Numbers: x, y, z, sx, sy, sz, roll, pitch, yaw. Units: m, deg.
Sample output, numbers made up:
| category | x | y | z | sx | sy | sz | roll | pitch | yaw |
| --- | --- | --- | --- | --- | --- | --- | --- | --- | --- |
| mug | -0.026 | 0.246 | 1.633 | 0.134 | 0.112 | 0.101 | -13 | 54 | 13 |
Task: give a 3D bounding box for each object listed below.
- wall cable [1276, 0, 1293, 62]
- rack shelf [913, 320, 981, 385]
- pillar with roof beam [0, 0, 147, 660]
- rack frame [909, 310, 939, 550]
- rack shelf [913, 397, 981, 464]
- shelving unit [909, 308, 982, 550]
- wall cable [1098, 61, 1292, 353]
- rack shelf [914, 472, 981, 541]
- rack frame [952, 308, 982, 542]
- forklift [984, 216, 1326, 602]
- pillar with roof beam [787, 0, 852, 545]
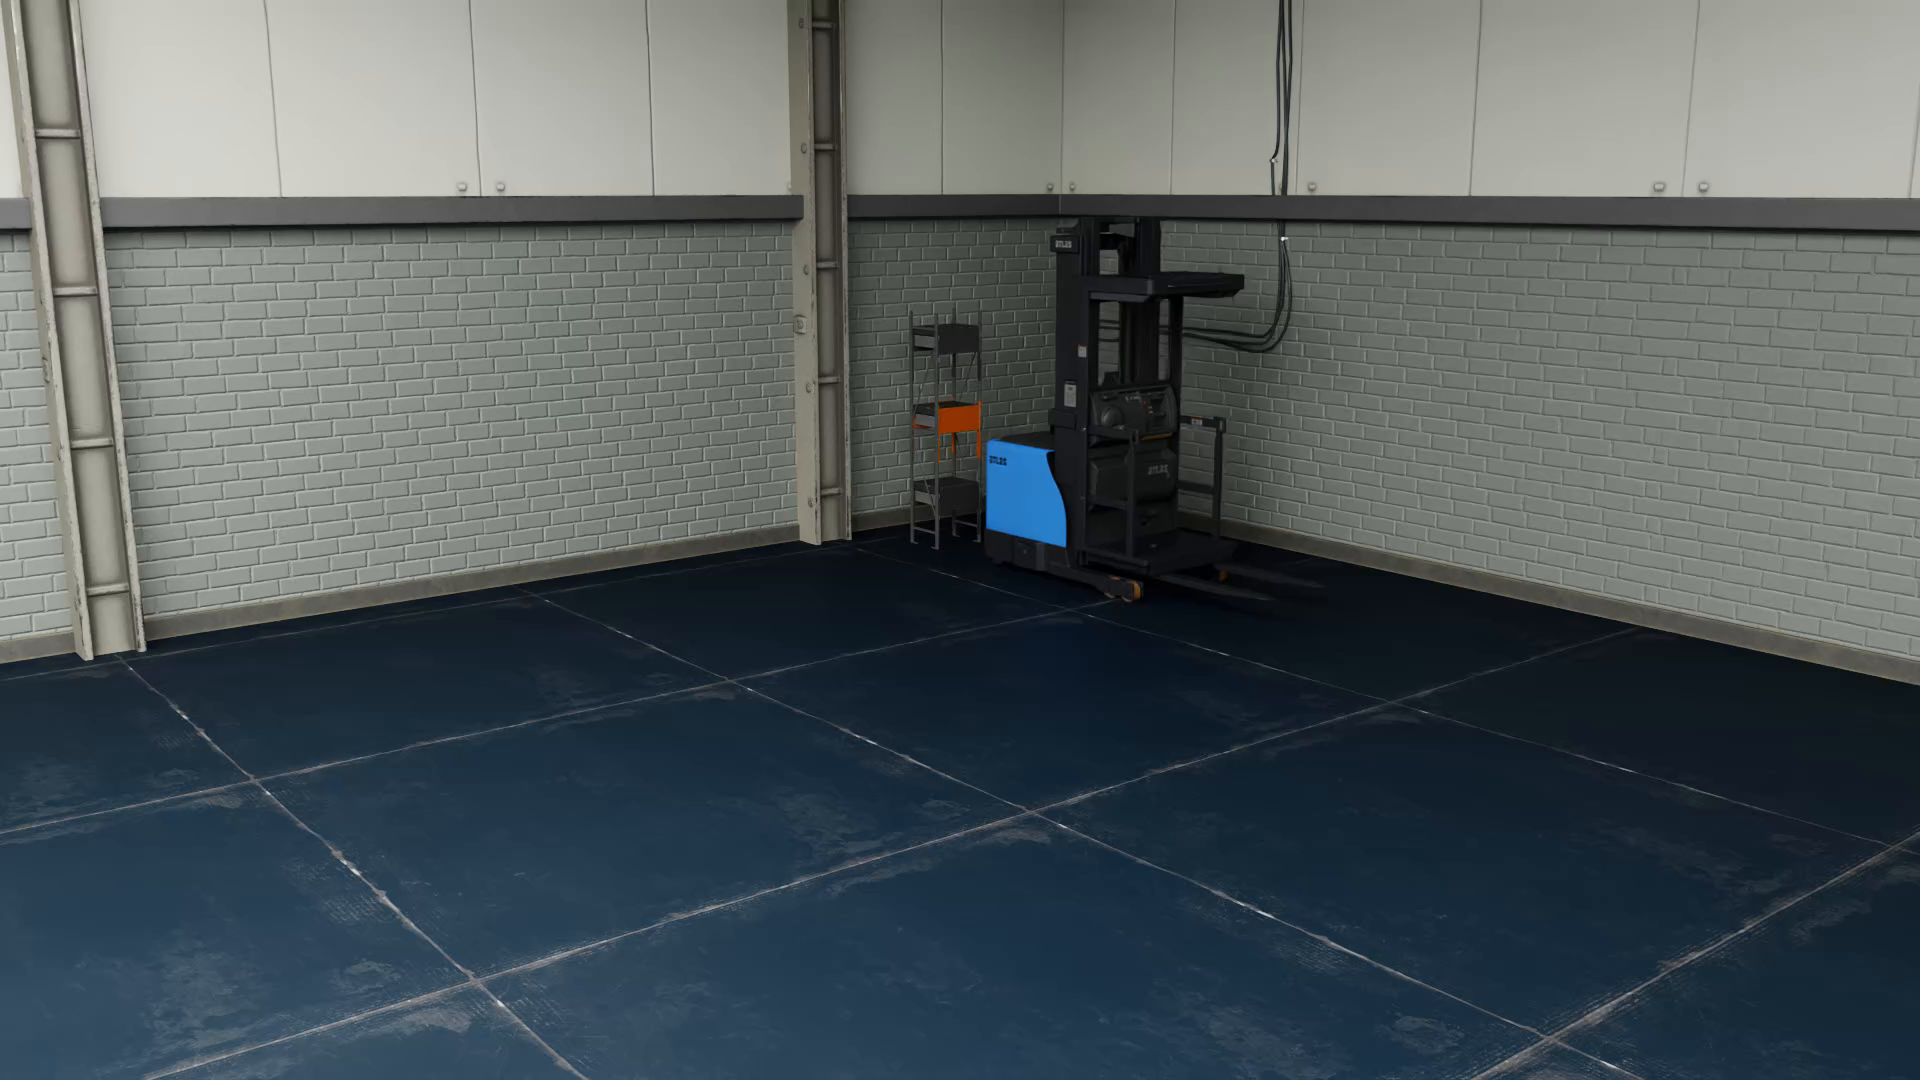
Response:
| category | x | y | z | sx | sy | sz | roll | pitch | yaw |
| --- | --- | --- | --- | --- | --- | --- | --- | --- | --- |
| wall cable | 3.578 | -5.087 | 12.860 | 0.112 | 2.526 | 3.097 | -9 | 15 | -38 |
| rack shelf | -0.129 | -1.677 | 14.788 | 0.480 | 0.518 | 0.431 | -9 | 15 | -38 |
| pillar with roof beam | -3.235 | -2.930 | 7.383 | 0.400 | 9.000 | 9.100 | -9 | 15 | -38 |
| rack frame | -0.320 | -0.974 | 14.782 | 0.015 | 2.100 | 0.400 | -9 | 15 | -38 |
| rack shelf | -0.129 | -0.992 | 14.934 | 0.480 | 0.518 | 0.431 | -9 | 15 | -38 |
| shelving unit | -0.129 | -1.006 | 14.931 | 0.503 | 2.100 | 0.431 | -9 | 15 | -38 |
| wall cable | 1.888 | -3.056 | 15.451 | 0.112 | 2.526 | 3.097 | -9 | 15 | -38 |
| rack shelf | -0.129 | -0.308 | 15.079 | 0.480 | 0.518 | 0.431 | -9 | 15 | -38 |
| rack frame | 0.061 | -1.037 | 15.080 | 0.015 | 2.100 | 0.400 | -9 | 15 | -38 |
| forklift | 1.535 | -1.066 | 13.212 | 1.130 | 2.935 | 3.031 | -10 | 15 | -39 |
| pillar with roof beam | 1.450 | -3.708 | 11.050 | 0.400 | 9.000 | 9.100 | -9 | 15 | -38 |
